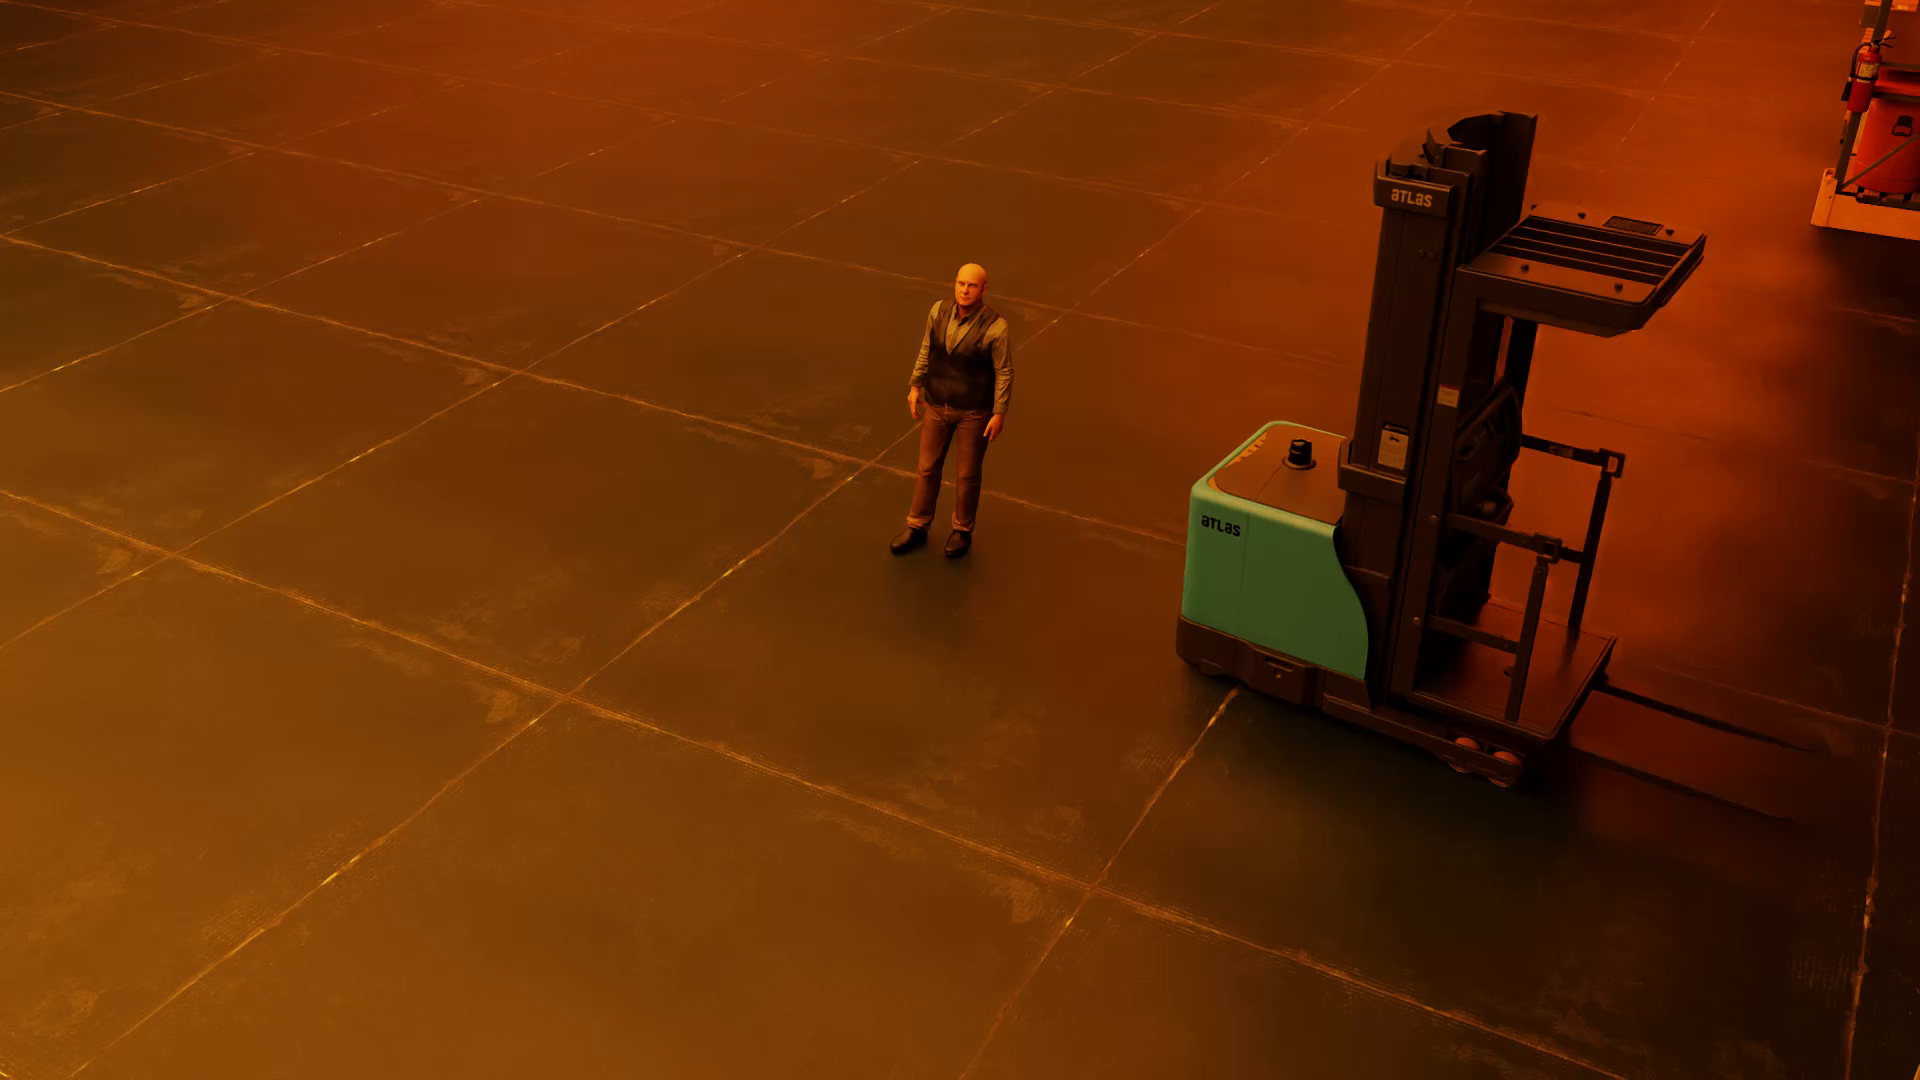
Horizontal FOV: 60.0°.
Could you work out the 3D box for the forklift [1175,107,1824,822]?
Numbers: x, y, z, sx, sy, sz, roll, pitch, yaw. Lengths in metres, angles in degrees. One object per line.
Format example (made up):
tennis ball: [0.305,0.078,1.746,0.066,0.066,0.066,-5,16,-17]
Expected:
forklift: [2.650,-0.392,7.749,3.031,2.935,1.130,19,35,29]

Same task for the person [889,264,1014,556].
person: [-0.037,-0.726,9.524,0.633,1.722,0.566,15,33,25]
